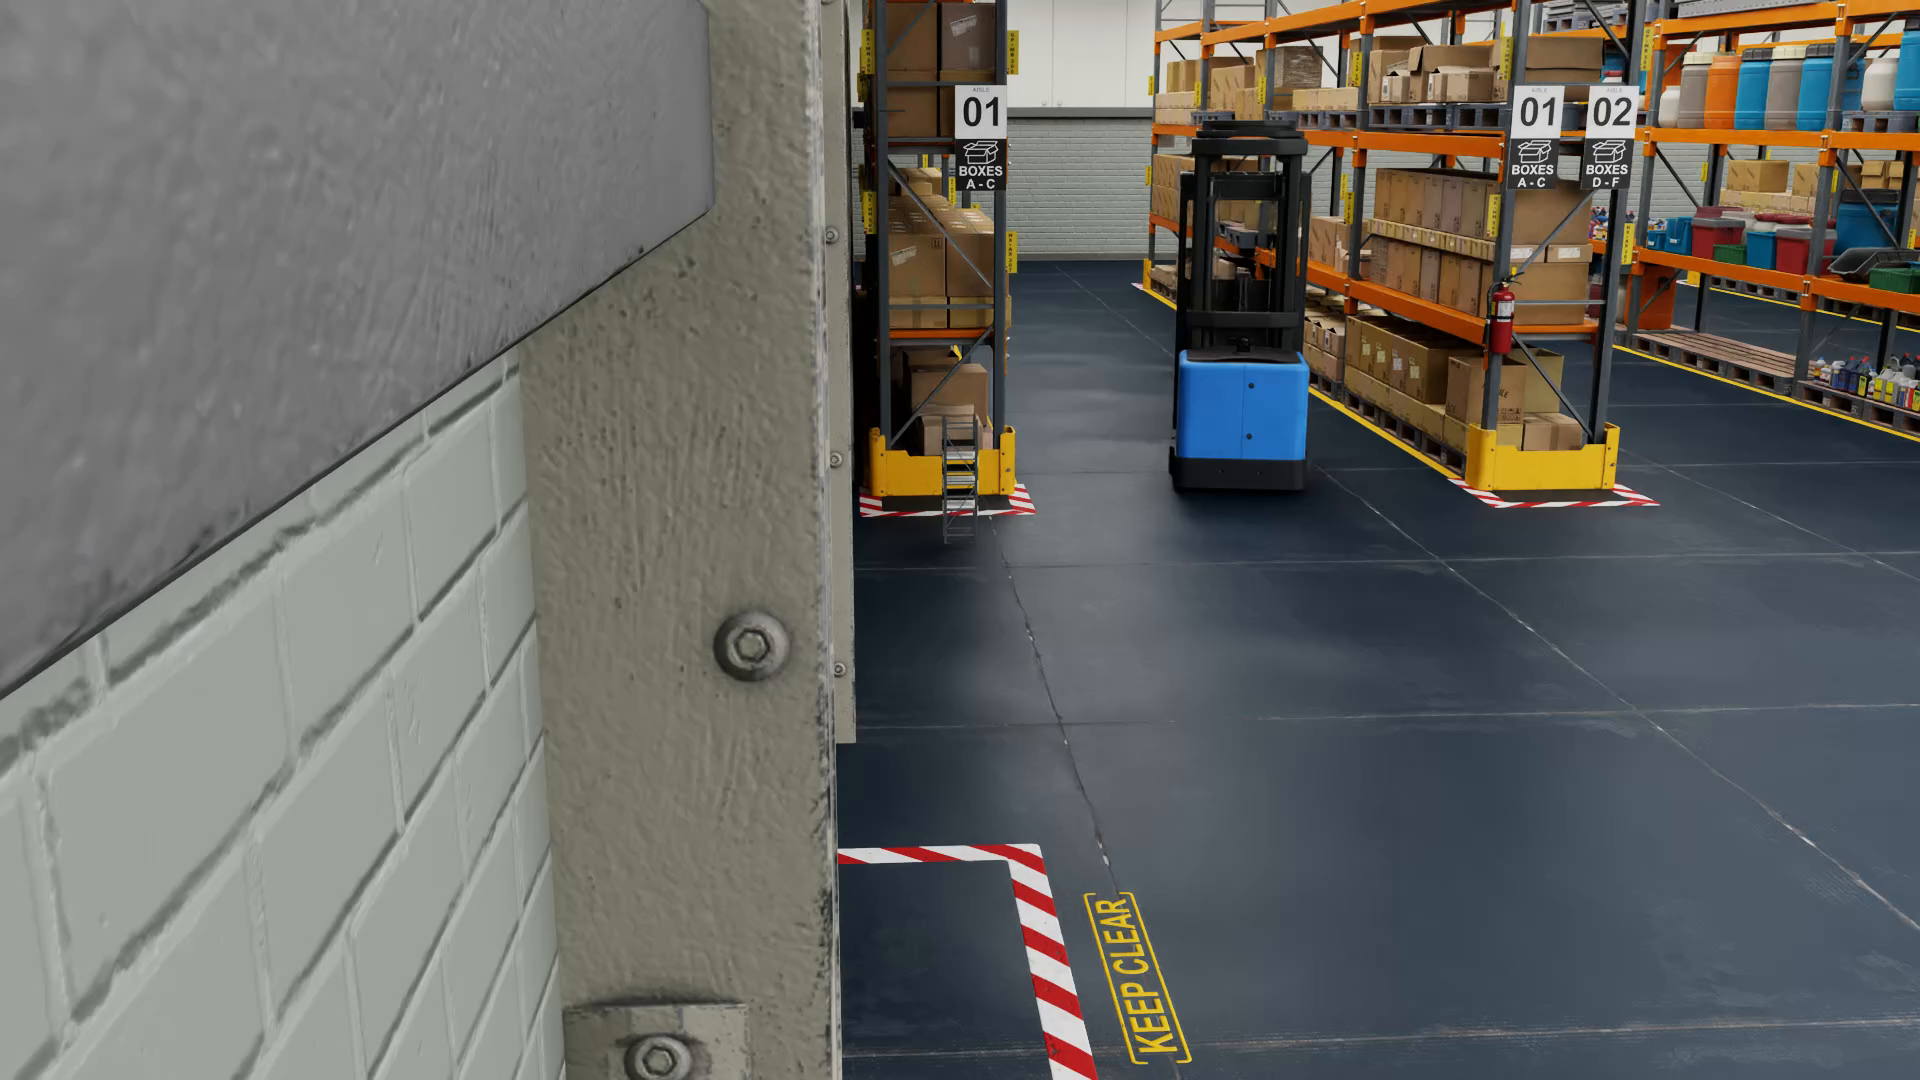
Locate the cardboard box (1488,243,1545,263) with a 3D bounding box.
[{"bbox_3d":[4.587,-2.368,13.708,0.380,0.149,0.250,-1,14,-4],"label":"cardboard box"}]

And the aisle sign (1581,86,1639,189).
[{"bbox_3d":[5.110,-3.161,13.074,0.394,0.787,0.004,-1,14,-3],"label":"aisle sign"}]

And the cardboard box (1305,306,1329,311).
[{"bbox_3d":[4.114,-2.654,19.872,0.500,0.311,0.500,-1,14,-5],"label":"cardboard box"}]

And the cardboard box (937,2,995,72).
[{"bbox_3d":[0.075,-3.931,13.016,0.500,0.500,0.500,-2,15,-7],"label":"cardboard box"}]

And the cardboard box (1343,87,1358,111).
[{"bbox_3d":[4.487,-4.782,18.029,0.500,0.250,0.500,-2,15,-9],"label":"cardboard box"}]

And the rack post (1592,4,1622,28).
[{"bbox_3d":[9.253,-7.135,22.702,0.937,0.300,0.954,1,14,3],"label":"rack post"}]

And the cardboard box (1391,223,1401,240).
[{"bbox_3d":[4.427,-3.009,16.200,0.380,0.149,0.250,-1,14,-4],"label":"cardboard box"}]

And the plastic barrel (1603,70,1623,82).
[{"bbox_3d":[8.989,-6.139,22.731,0.433,0.535,0.433,0,14,0],"label":"plastic barrel"}]

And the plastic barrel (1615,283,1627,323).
[{"bbox_3d":[9.077,-3.238,22.740,0.421,0.512,0.421,0,14,0],"label":"plastic barrel"}]

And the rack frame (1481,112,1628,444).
[{"bbox_3d":[4.800,-1.913,13.443,1.000,3.000,0.127,-1,14,-3],"label":"rack frame"}]

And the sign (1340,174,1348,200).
[{"bbox_3d":[4.859,-4.473,21.068,0.100,0.325,0.005,-1,14,-3],"label":"sign"}]

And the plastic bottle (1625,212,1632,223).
[{"bbox_3d":[9.309,-4.416,23.270,0.144,0.351,0.185,-1,14,-3],"label":"plastic bottle"}]

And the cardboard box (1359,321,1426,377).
[{"bbox_3d":[4.308,-1.899,16.557,0.500,0.500,0.500,-1,14,-3],"label":"cardboard box"}]

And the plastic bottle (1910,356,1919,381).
[{"bbox_3d":[9.836,-1.711,17.088,0.144,0.351,0.185,-2,15,-6],"label":"plastic bottle"}]

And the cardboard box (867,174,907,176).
[{"bbox_3d":[-0.955,-4.629,21.654,0.500,0.250,0.500,-1,14,-5],"label":"cardboard box"}]

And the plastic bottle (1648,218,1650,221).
[{"bbox_3d":[9.519,-4.323,23.042,0.061,0.283,0.133,-1,14,-3],"label":"plastic bottle"}]

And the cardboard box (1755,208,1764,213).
[{"bbox_3d":[13.486,-5.447,27.681,0.380,0.149,0.250,-1,14,-5],"label":"cardboard box"}]

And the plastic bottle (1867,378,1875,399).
[{"bbox_3d":[9.138,-1.517,16.635,0.097,0.201,0.097,0,14,0],"label":"plastic bottle"}]

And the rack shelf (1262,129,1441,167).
[{"bbox_3d":[4.429,-4.510,18.959,1.077,0.370,4.000,-1,14,-3],"label":"rack shelf"}]

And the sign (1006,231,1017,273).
[{"bbox_3d":[0.398,-2.264,13.067,0.100,0.325,0.005,-1,14,-3],"label":"sign"}]

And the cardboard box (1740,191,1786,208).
[{"bbox_3d":[13.523,-5.738,28.013,0.500,0.250,0.500,-1,14,-5],"label":"cardboard box"}]

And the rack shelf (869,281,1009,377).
[{"bbox_3d":[-0.267,-1.985,15.165,1.077,0.370,4.000,-1,14,-3],"label":"rack shelf"}]

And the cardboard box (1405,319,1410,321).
[{"bbox_3d":[4.750,-2.283,18.429,0.500,0.311,0.500,-1,14,-4],"label":"cardboard box"}]

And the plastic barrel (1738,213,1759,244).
[{"bbox_3d":[9.552,-3.675,20.067,0.421,0.512,0.421,0,14,0],"label":"plastic barrel"}]

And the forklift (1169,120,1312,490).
[{"bbox_3d":[2.428,-2.134,14.438,1.130,2.935,3.031,2,15,7],"label":"forklift"}]

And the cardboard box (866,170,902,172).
[{"bbox_3d":[-1.043,-5.013,23.147,0.500,0.250,0.500,-1,14,-5],"label":"cardboard box"}]

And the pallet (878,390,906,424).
[{"bbox_3d":[-0.314,-1.314,16.709,1.003,0.211,1.213,-1,14,-3],"label":"pallet"}]

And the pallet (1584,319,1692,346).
[{"bbox_3d":[9.158,-2.824,22.577,1.003,0.211,1.213,-1,14,-3],"label":"pallet"}]

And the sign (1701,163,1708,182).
[{"bbox_3d":[13.142,-6.495,29.355,0.100,0.325,0.005,-1,14,-3],"label":"sign"}]

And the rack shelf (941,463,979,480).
[{"bbox_3d":[0.000,-0.493,11.908,0.258,0.077,0.200,-1,14,-3],"label":"rack shelf"}]

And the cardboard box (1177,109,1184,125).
[{"bbox_3d":[3.701,-6.643,26.108,0.500,0.250,0.500,-1,14,-3],"label":"cardboard box"}]

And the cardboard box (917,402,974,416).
[{"bbox_3d":[-0.132,-1.062,14.648,0.500,0.311,0.500,0,14,1],"label":"cardboard box"}]

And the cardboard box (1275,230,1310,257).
[{"bbox_3d":[4.167,-3.634,20.311,0.500,0.311,0.500,-1,14,-4],"label":"cardboard box"}]

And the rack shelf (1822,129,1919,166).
[{"bbox_3d":[9.621,-3.591,15.386,1.077,0.370,4.000,-1,14,-3],"label":"rack shelf"}]

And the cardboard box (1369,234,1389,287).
[{"bbox_3d":[4.586,-2.846,16.869,0.700,0.500,0.500,-1,14,-5],"label":"cardboard box"}]

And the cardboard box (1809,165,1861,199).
[{"bbox_3d":[13.649,-5.595,25.950,0.500,0.500,0.500,0,14,-2],"label":"cardboard box"}]

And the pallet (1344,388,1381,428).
[{"bbox_3d":[4.560,-1.359,16.886,1.003,0.211,1.213,-1,14,-3],"label":"pallet"}]

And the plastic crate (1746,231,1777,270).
[{"bbox_3d":[9.118,-3.246,18.653,0.392,0.384,0.575,-1,14,-3],"label":"plastic crate"}]

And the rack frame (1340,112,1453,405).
[{"bbox_3d":[4.553,-2.908,17.310,1.000,3.000,0.127,-1,14,-3],"label":"rack frame"}]

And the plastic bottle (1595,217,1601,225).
[{"bbox_3d":[8.860,-4.349,23.142,0.061,0.283,0.133,-1,14,-3],"label":"plastic bottle"}]

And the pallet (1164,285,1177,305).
[{"bbox_3d":[3.937,-4.022,27.236,1.003,0.211,1.213,-1,14,-3],"label":"pallet"}]

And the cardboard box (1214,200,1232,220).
[{"bbox_3d":[3.969,-4.858,23.846,0.700,0.500,0.500,1,14,5],"label":"cardboard box"}]

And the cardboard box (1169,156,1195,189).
[{"bbox_3d":[3.672,-5.930,26.848,0.500,0.500,0.500,-1,14,-4],"label":"cardboard box"}]

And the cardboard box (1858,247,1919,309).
[{"bbox_3d":[14.060,-3.843,24.365,1.225,0.875,0.875,-1,14,-5],"label":"cardboard box"}]

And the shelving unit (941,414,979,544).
[{"bbox_3d":[0.000,-0.438,11.922,0.258,0.900,0.210,-1,14,-3],"label":"shelving unit"}]

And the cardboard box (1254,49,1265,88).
[{"bbox_3d":[4.221,-6.251,22.073,0.500,0.500,0.500,-1,14,-3],"label":"cardboard box"}]

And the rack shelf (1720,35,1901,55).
[{"bbox_3d":[13.821,-7.911,26.959,1.077,0.370,4.000,-1,14,-3],"label":"rack shelf"}]

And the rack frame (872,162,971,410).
[{"bbox_3d":[-0.391,-2.831,17.009,1.000,3.000,0.127,-1,14,-3],"label":"rack frame"}]

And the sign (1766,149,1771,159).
[{"bbox_3d":[14.239,-6.725,29.345,0.100,0.325,0.005,-1,14,-3],"label":"sign"}]

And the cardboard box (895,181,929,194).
[{"bbox_3d":[-0.588,-4.316,20.396,0.380,0.149,0.250,-3,15,-11],"label":"cardboard box"}]

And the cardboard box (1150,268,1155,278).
[{"bbox_3d":[3.492,-4.616,28.784,0.380,0.149,0.250,-1,14,-3],"label":"cardboard box"}]

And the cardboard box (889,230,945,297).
[{"bbox_3d":[-0.385,-2.250,13.508,0.500,0.500,0.500,-1,14,-4],"label":"cardboard box"}]
